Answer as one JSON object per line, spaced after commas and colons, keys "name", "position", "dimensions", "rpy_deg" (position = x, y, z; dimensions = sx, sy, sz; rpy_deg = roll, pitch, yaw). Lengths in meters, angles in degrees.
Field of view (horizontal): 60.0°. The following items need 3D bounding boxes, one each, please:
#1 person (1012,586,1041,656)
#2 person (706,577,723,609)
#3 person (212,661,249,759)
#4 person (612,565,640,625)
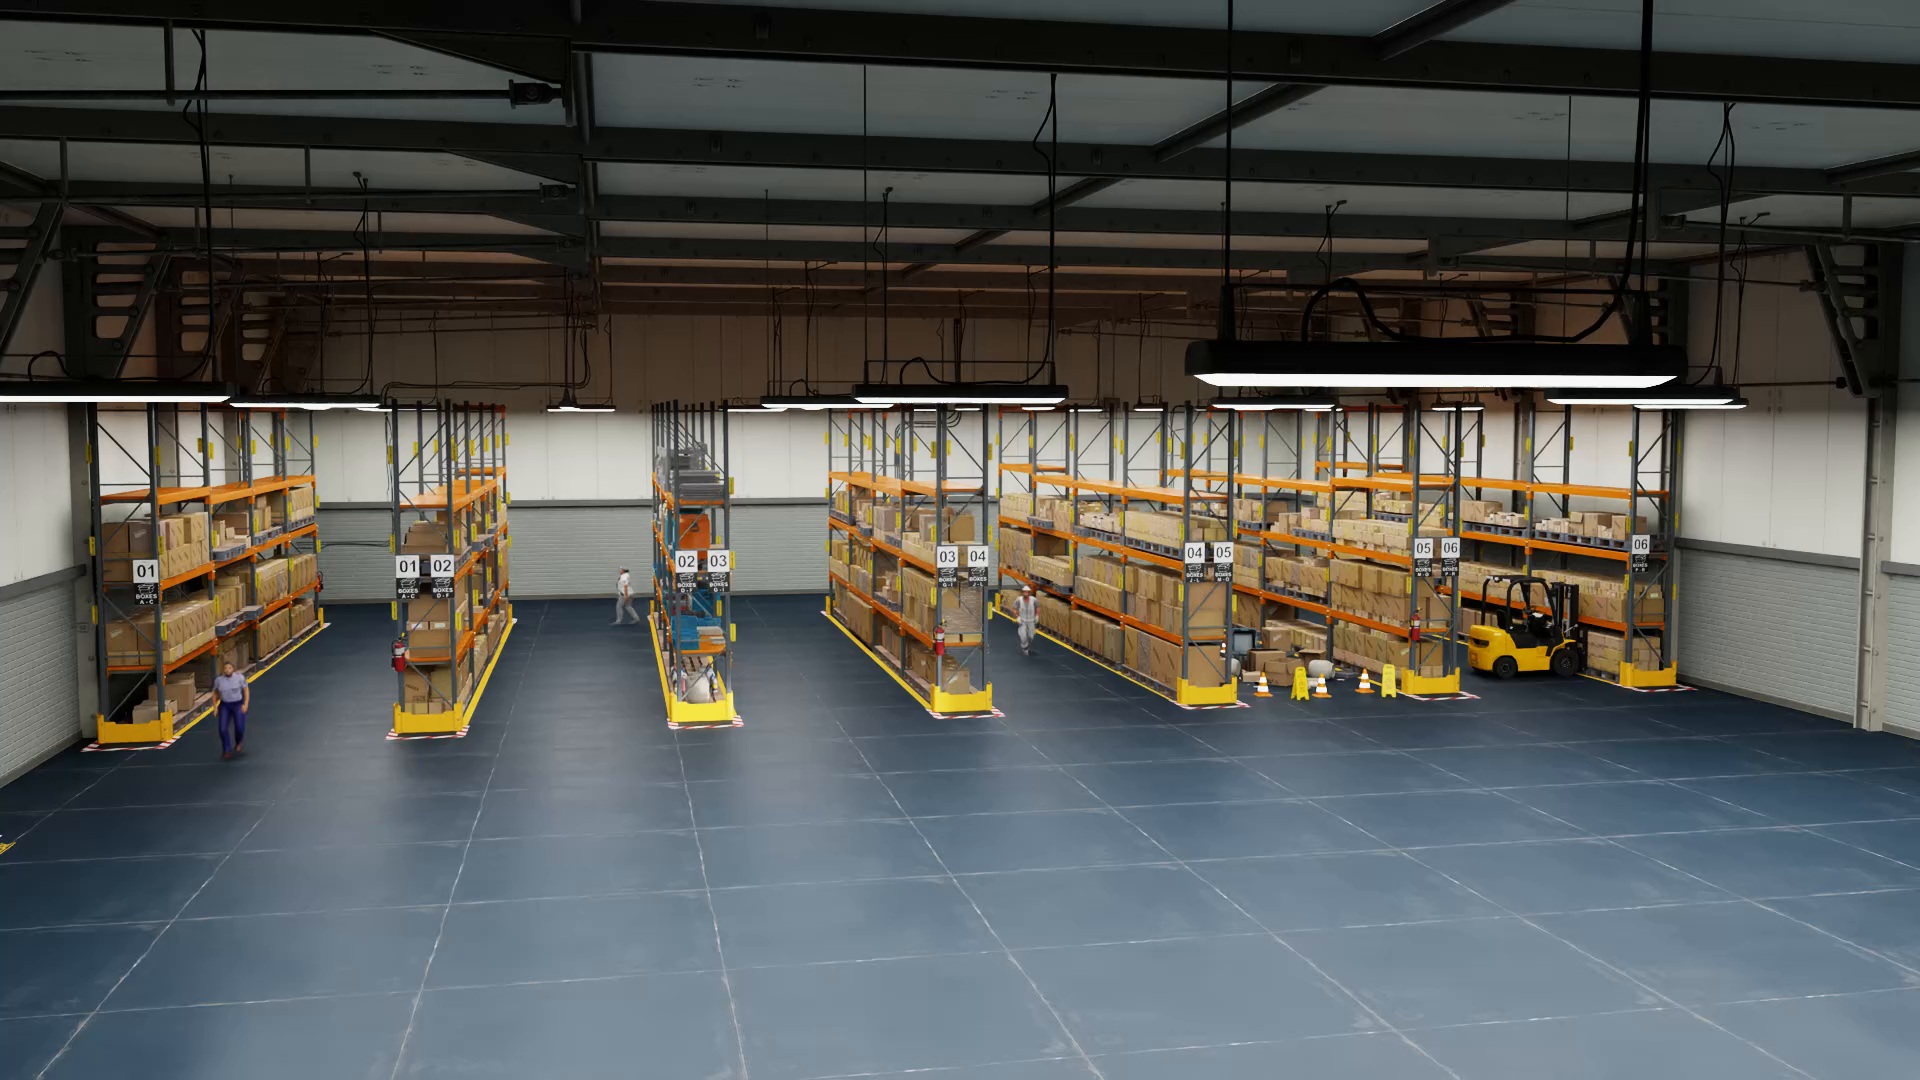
{"name": "person", "position": [1.580, 1.920, 39.363], "dimensions": [0.692, 1.688, 0.620], "rpy_deg": [0, 4, -1]}
{"name": "person", "position": [-7.330, 1.164, 48.840], "dimensions": [0.823, 1.728, 0.530], "rpy_deg": [1, 4, 8]}
{"name": "person", "position": [-12.243, 2.818, 27.942], "dimensions": [0.571, 1.632, 0.558], "rpy_deg": [-1, 4, -14]}
{"name": "person", "position": [-9.122, 1.502, 45.316], "dimensions": [0.788, 1.640, 0.543], "rpy_deg": [0, 4, 4]}
